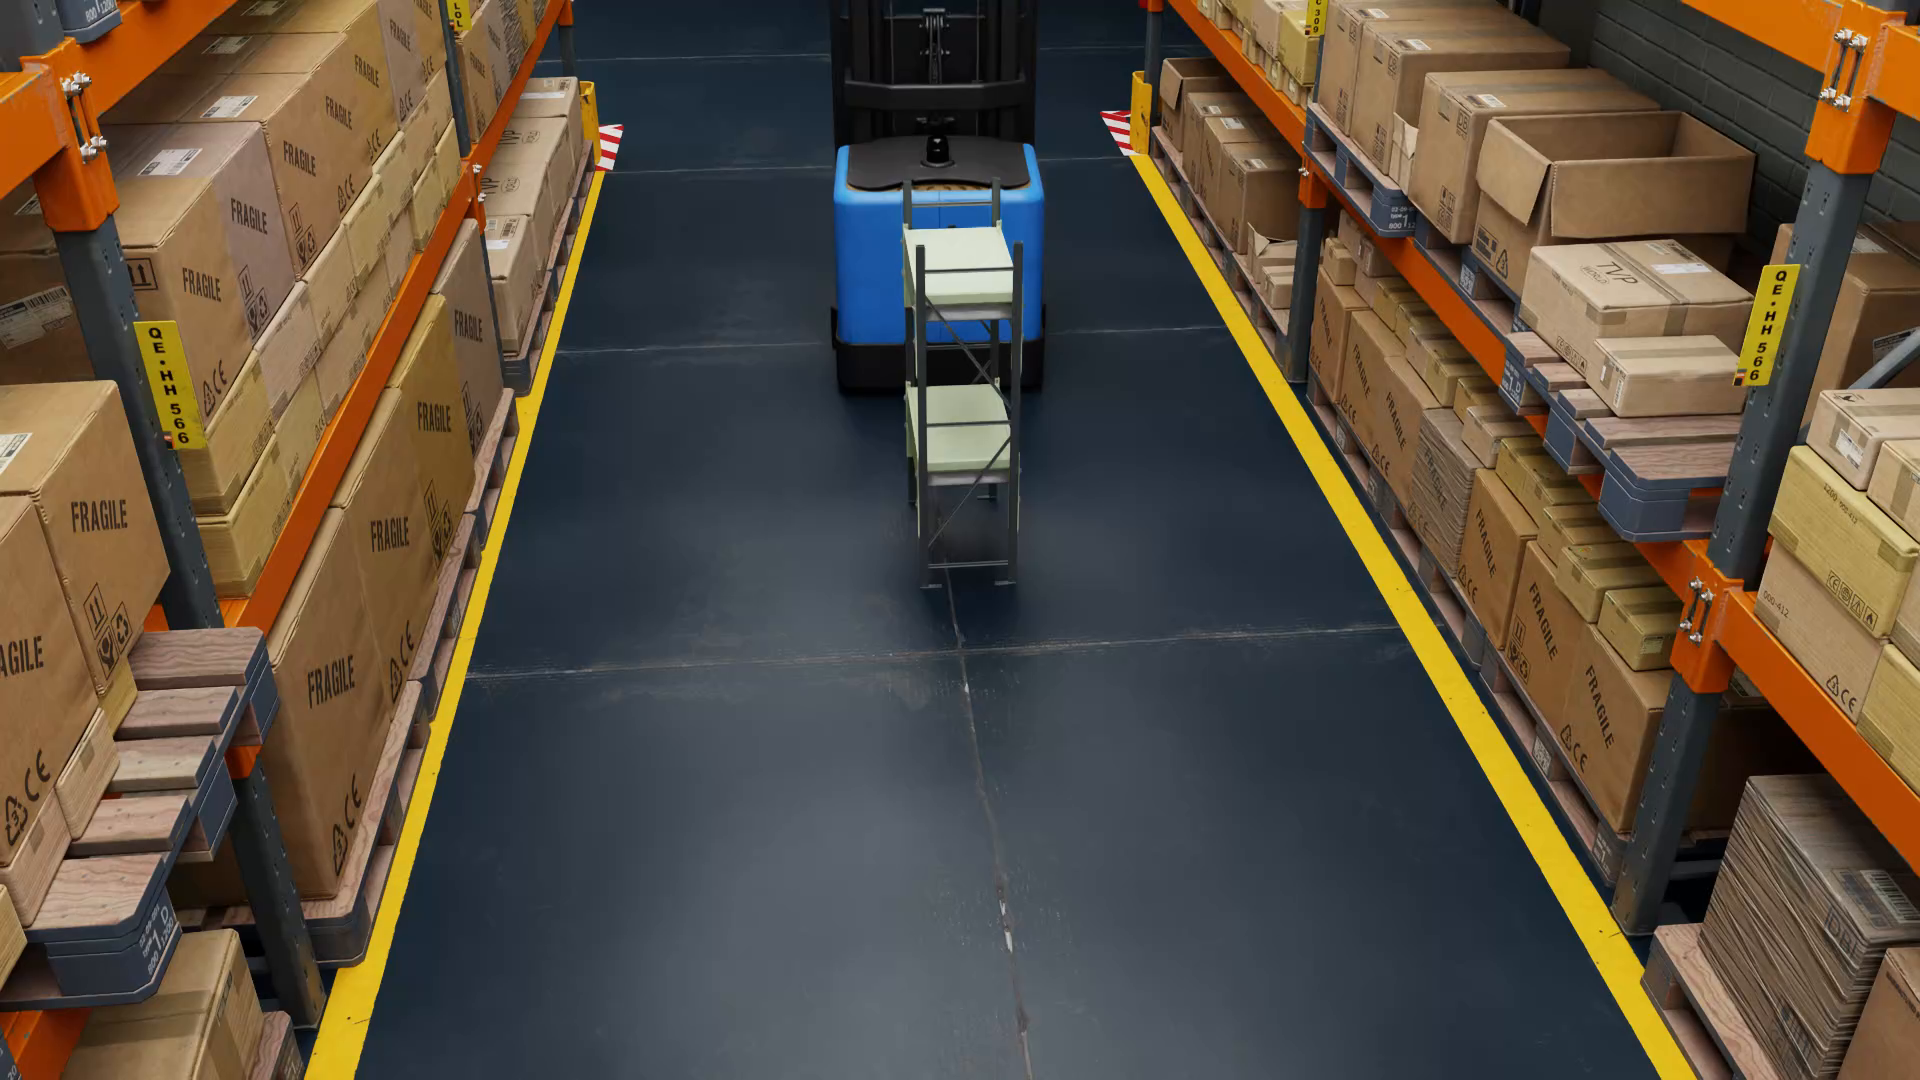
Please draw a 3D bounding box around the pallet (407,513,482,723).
[{"bbox_3d":[-2.488,0.306,6.531,1.003,0.211,1.213,-3,31,-5],"label":"pallet"}]

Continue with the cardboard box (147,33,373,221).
[{"bbox_3d":[-2.313,-1.374,5.553,0.500,0.500,0.500,-2,31,-4],"label":"cardboard box"}]

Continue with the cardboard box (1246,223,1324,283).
[{"bbox_3d":[1.812,-1.604,9.267,0.396,0.266,0.258,-2,31,-3],"label":"cardboard box"}]

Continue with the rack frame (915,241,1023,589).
[{"bbox_3d":[0.035,-0.454,6.547,0.400,1.500,0.023,-3,31,-5],"label":"rack frame"}]

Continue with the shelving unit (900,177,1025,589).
[{"bbox_3d":[0.001,-0.640,6.860,0.431,1.500,0.755,-3,31,-5],"label":"shelving unit"}]

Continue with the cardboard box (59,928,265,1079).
[{"bbox_3d":[-2.335,1.374,4.178,0.950,0.372,0.625,-5,31,-8],"label":"cardboard box"}]

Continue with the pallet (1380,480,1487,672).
[{"bbox_3d":[2.420,0.090,6.894,1.003,0.211,1.213,-3,31,-5],"label":"pallet"}]

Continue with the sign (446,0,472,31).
[{"bbox_3d":[-2.213,-2.400,7.290,0.100,0.325,0.005,-3,31,-5],"label":"sign"}]

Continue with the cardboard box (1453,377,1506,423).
[{"bbox_3d":[2.197,-0.535,6.616,0.380,0.149,0.250,-3,31,-4],"label":"cardboard box"}]

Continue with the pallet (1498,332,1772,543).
[{"bbox_3d":[2.430,-0.363,5.120,1.213,0.211,1.003,-3,31,-5],"label":"pallet"}]

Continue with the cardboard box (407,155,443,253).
[{"bbox_3d":[-2.413,-1.364,6.755,0.500,0.250,0.500,-3,31,-5],"label":"cardboard box"}]

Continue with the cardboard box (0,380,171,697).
[{"bbox_3d":[-2.059,0.005,3.520,0.500,0.500,0.500,-4,31,-6],"label":"cardboard box"}]

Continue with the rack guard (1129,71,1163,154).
[{"bbox_3d":[1.823,-3.075,11.911,1.175,0.500,0.348,-3,31,-5],"label":"rack guard"}]

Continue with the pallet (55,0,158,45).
[{"bbox_3d":[-2.491,-1.396,3.921,1.213,0.211,1.003,-1,31,-2],"label":"pallet"}]

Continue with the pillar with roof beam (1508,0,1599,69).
[{"bbox_3d":[-1.264,-4.913,6.700,9.100,9.000,0.400,-3,31,-5],"label":"pillar with roof beam"}]

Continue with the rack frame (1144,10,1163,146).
[{"bbox_3d":[1.816,-4.187,11.335,1.000,3.000,0.127,-3,31,-5],"label":"rack frame"}]

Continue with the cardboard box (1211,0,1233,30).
[{"bbox_3d":[1.689,-3.105,9.768,0.380,0.149,0.250,-2,31,-3],"label":"cardboard box"}]

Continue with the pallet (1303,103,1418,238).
[{"bbox_3d":[2.156,-1.650,7.274,1.003,0.211,1.213,-3,31,-5],"label":"pallet"}]

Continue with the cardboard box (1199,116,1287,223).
[{"bbox_3d":[1.770,-2.265,10.145,0.500,0.500,0.500,-2,31,-4],"label":"cardboard box"}]

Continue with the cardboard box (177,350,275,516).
[{"bbox_3d":[-2.180,-0.284,4.459,0.500,0.250,0.500,-3,31,-5],"label":"cardboard box"}]

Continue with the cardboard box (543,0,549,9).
[{"bbox_3d":[-2.785,-3.500,10.087,0.500,0.500,0.500,-3,31,-6],"label":"cardboard box"}]

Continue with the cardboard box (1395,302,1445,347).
[{"bbox_3d":[2.136,-0.927,7.273,0.380,0.149,0.250,-3,31,-5],"label":"cardboard box"}]

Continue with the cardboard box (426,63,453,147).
[{"bbox_3d":[-2.469,-1.842,7.068,0.500,0.250,0.500,-3,31,-5],"label":"cardboard box"}]

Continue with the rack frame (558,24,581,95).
[{"bbox_3d":[-3.126,-3.948,10.934,1.000,3.000,0.127,-3,31,-5],"label":"rack frame"}]

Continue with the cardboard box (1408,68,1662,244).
[{"bbox_3d":[2.134,-1.446,6.238,0.700,0.500,0.500,-3,31,-5],"label":"cardboard box"}]

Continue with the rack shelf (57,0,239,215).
[{"bbox_3d":[-2.565,-1.863,5.221,1.077,0.370,4.000,-3,31,-5],"label":"rack shelf"}]

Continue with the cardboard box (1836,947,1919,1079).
[{"bbox_3d":[2.677,1.389,3.906,0.875,0.625,0.625,-2,31,-3],"label":"cardboard box"}]

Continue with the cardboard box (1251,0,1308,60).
[{"bbox_3d":[1.838,-2.712,8.721,0.500,0.250,0.500,-3,31,-4],"label":"cardboard box"}]

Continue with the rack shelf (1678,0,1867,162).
[{"bbox_3d":[2.377,-2.103,5.622,1.077,0.370,4.000,-3,31,-5],"label":"rack shelf"}]

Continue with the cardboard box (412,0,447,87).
[{"bbox_3d":[-2.460,-2.162,6.871,0.500,0.500,0.500,-2,31,-3],"label":"cardboard box"}]

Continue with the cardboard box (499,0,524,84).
[{"bbox_3d":[-2.618,-2.712,8.767,0.500,0.500,0.500,-3,31,-4],"label":"cardboard box"}]

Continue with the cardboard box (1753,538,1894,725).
[{"bbox_3d":[2.362,0.200,4.137,0.500,0.250,0.500,-3,31,-4],"label":"cardboard box"}]

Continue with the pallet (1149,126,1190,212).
[{"bbox_3d":[1.898,-2.544,11.304,1.003,0.211,1.213,-3,31,-5],"label":"pallet"}]

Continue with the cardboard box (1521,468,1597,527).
[{"bbox_3d":[2.249,-0.140,5.955,0.380,0.149,0.250,-2,31,-3],"label":"cardboard box"}]

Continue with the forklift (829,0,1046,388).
[{"bbox_3d":[-0.147,-2.746,8.990,1.130,2.935,3.031,-1,31,-2],"label":"forklift"}]

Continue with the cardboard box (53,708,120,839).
[{"bbox_3d":[-1.948,0.480,3.356,0.380,0.149,0.250,-3,31,-5],"label":"cardboard box"}]

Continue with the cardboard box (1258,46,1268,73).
[{"bbox_3d":[1.817,-2.587,8.900,0.380,0.149,0.250,-2,31,-3],"label":"cardboard box"}]

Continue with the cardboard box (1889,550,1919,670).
[{"bbox_3d":[2.407,0.241,3.581,0.500,0.250,0.500,-2,31,-3],"label":"cardboard box"}]

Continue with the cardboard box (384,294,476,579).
[{"bbox_3d":[-2.522,-0.400,6.657,0.875,0.875,0.875,-2,31,-3],"label":"cardboard box"}]

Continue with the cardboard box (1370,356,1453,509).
[{"bbox_3d":[2.113,-0.468,7.137,0.500,0.500,0.500,-4,31,-6],"label":"cardboard box"}]

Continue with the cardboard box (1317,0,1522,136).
[{"bbox_3d":[2.012,-2.111,7.352,0.700,0.500,0.500,-2,31,-3],"label":"cardboard box"}]

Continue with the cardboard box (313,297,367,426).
[{"bbox_3d":[-2.282,-0.590,5.459,0.500,0.250,0.500,-2,31,-3],"label":"cardboard box"}]

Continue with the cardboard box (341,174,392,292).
[{"bbox_3d":[-2.295,-1.063,5.763,0.500,0.250,0.500,-2,31,-4],"label":"cardboard box"}]

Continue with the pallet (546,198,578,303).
[{"bbox_3d":[-2.862,-1.725,9.931,1.003,0.211,1.213,-3,31,-5],"label":"pallet"}]

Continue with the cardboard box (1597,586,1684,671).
[{"bbox_3d":[2.265,0.271,5.266,0.380,0.149,0.250,-4,31,-7],"label":"cardboard box"}]

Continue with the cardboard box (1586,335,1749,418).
[{"bbox_3d":[2.120,-0.492,4.985,0.380,0.149,0.250,-2,31,-4],"label":"cardboard box"}]

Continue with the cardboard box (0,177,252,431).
[{"bbox_3d":[-2.181,-0.599,4.255,0.500,0.500,0.500,-4,31,-6],"label":"cardboard box"}]

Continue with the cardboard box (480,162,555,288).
[{"bbox_3d":[-2.788,-1.769,9.375,0.875,0.438,0.875,-4,31,-6],"label":"cardboard box"}]

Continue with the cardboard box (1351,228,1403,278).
[{"bbox_3d":[2.030,-1.332,7.661,0.380,0.149,0.250,-4,31,-7],"label":"cardboard box"}]

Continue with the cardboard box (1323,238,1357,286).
[{"bbox_3d":[1.958,-1.335,7.955,0.380,0.149,0.250,-1,31,-2],"label":"cardboard box"}]

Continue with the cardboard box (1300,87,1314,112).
[{"bbox_3d":[1.908,-2.188,8.233,0.380,0.149,0.250,-2,31,-4],"label":"cardboard box"}]

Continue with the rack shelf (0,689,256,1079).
[{"bbox_3d":[-2.191,1.467,2.571,1.077,0.370,4.000,-3,31,-5],"label":"rack shelf"}]

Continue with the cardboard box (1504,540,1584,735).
[{"bbox_3d":[2.274,0.328,5.803,0.500,0.500,0.500,-3,31,-5],"label":"cardboard box"}]

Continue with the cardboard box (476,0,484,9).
[{"bbox_3d":[-2.596,-2.891,8.092,0.500,0.500,0.500,-3,31,-5],"label":"cardboard box"}]
